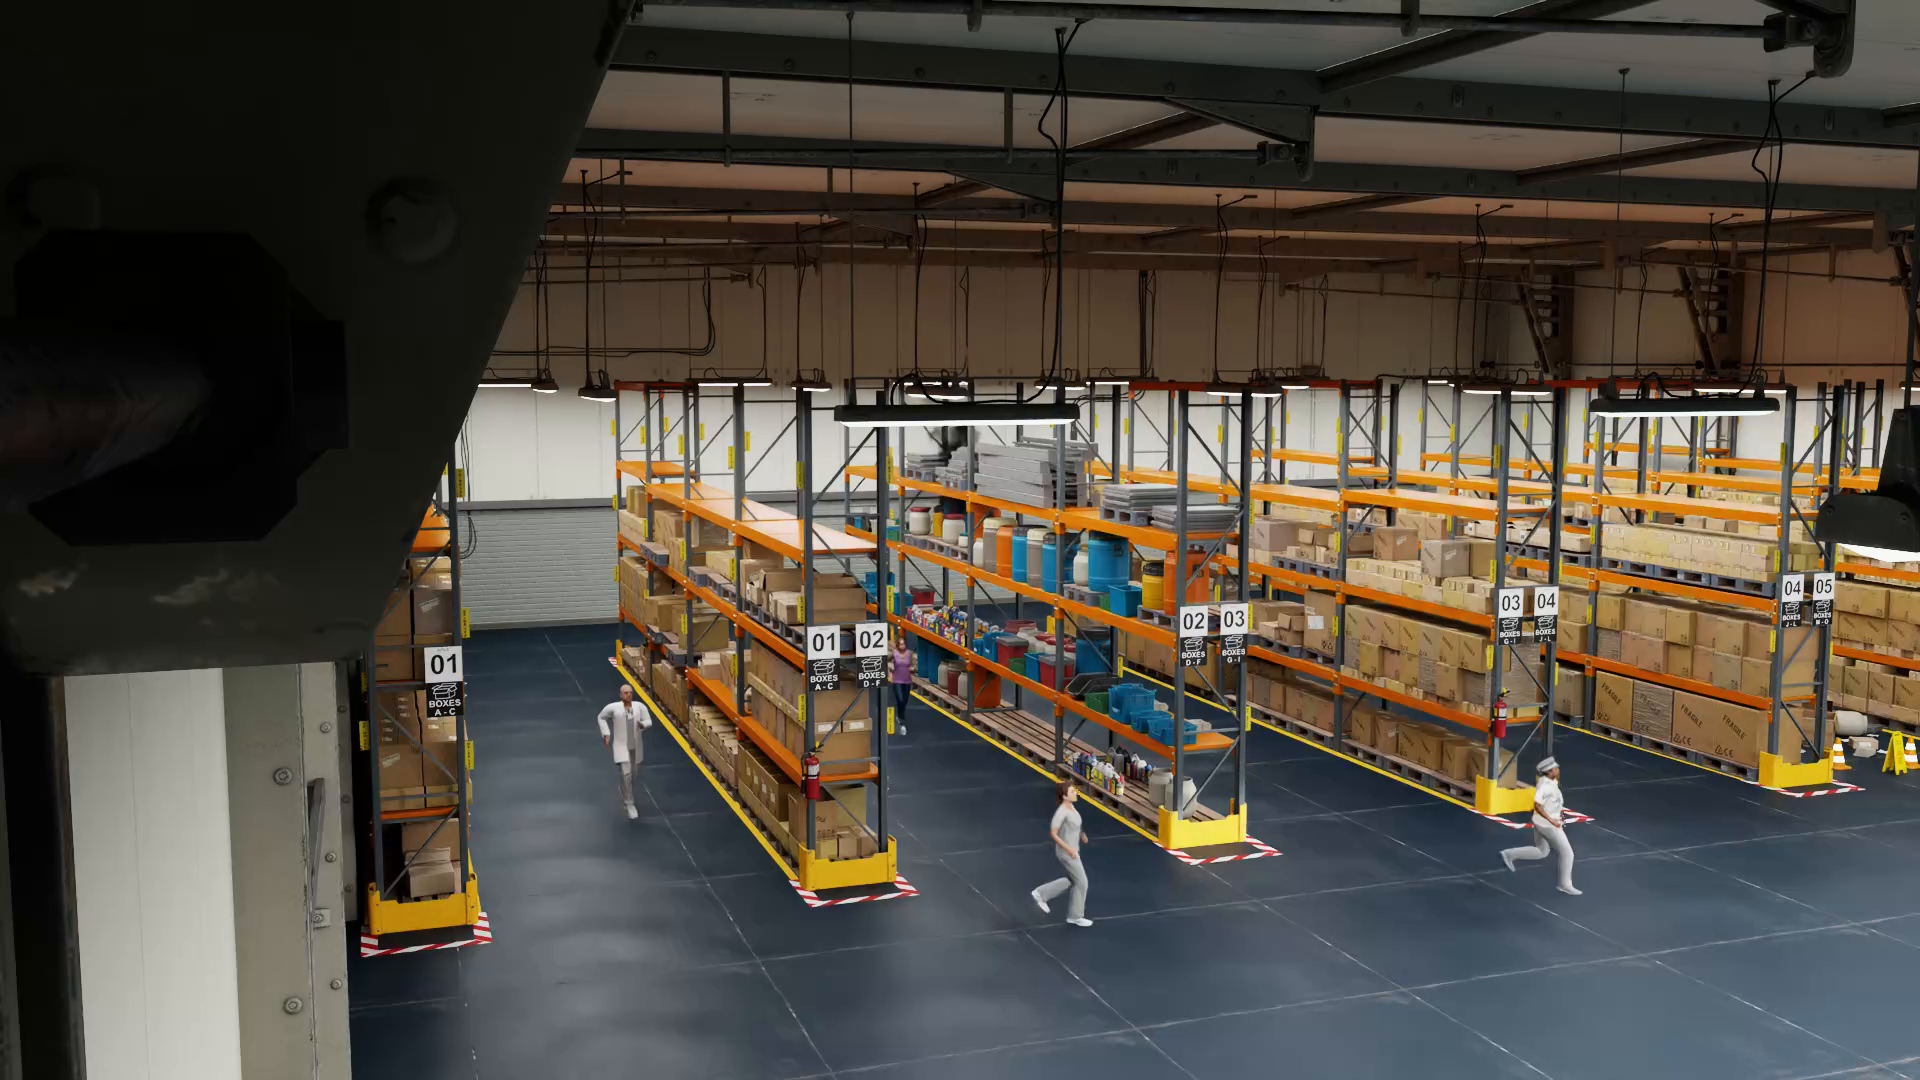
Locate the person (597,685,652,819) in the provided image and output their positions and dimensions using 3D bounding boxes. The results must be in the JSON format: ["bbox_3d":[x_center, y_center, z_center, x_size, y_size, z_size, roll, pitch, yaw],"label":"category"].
[{"bbox_3d":[-4.706,2.941,23.527,0.686,1.810,0.987,-4,7,-32],"label":"person"}]

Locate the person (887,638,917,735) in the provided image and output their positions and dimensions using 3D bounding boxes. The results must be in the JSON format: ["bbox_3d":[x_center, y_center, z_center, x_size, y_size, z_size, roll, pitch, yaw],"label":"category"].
[{"bbox_3d":[-1.016,2.502,28.744,0.526,1.604,0.722,-2,6,-19],"label":"person"}]

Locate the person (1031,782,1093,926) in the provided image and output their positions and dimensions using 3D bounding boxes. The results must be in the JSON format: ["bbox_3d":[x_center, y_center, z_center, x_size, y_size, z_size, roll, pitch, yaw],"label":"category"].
[{"bbox_3d":[1.160,3.538,18.809,0.710,1.655,0.564,1,6,12],"label":"person"}]

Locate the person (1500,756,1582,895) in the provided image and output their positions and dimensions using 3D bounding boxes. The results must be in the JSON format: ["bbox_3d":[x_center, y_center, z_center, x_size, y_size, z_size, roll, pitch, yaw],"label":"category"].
[{"bbox_3d":[7.018,3.420,19.967,0.919,1.690,0.559,1,6,8],"label":"person"}]
